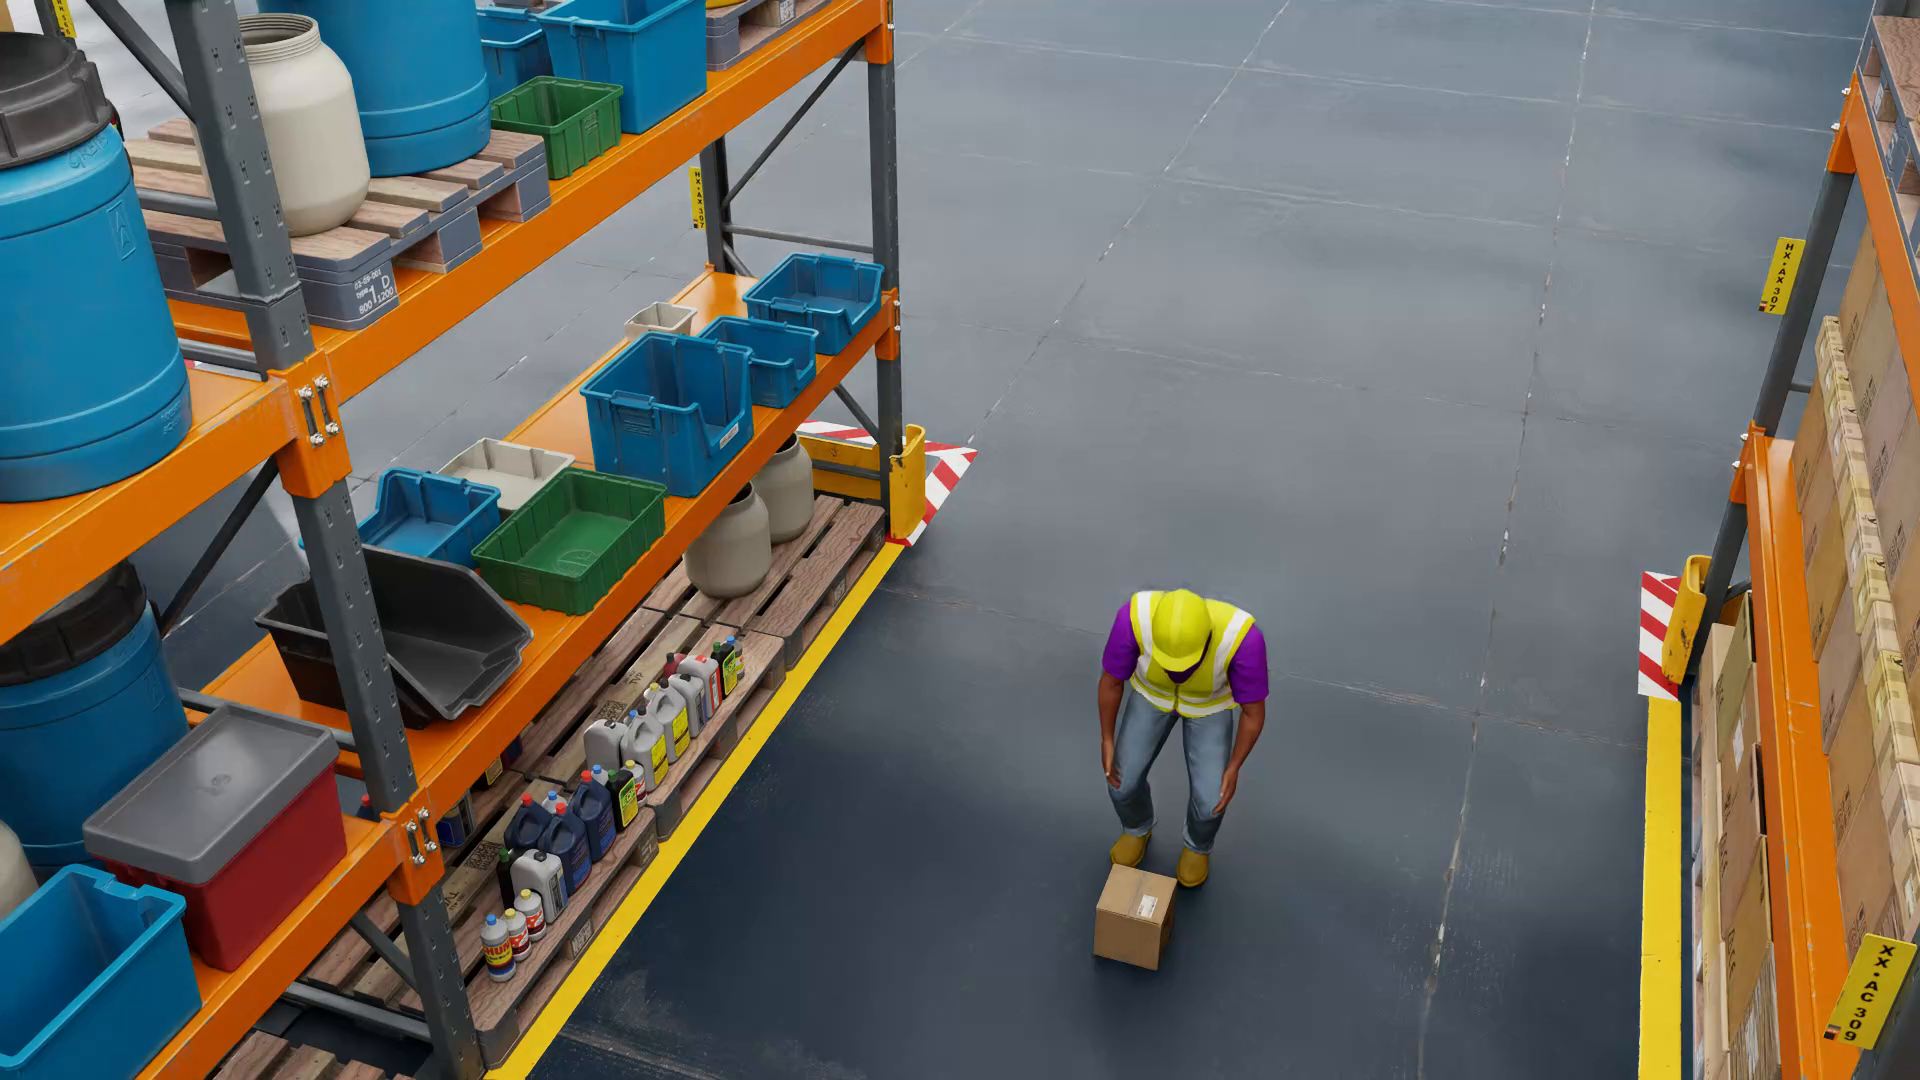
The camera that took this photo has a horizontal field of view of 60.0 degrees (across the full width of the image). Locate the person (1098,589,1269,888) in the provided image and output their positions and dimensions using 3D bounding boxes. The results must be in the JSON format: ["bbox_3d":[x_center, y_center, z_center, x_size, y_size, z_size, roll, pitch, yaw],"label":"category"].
[{"bbox_3d":[0.846,0.693,6.307,0.629,1.490,0.709,12,35,17],"label":"person"}]
